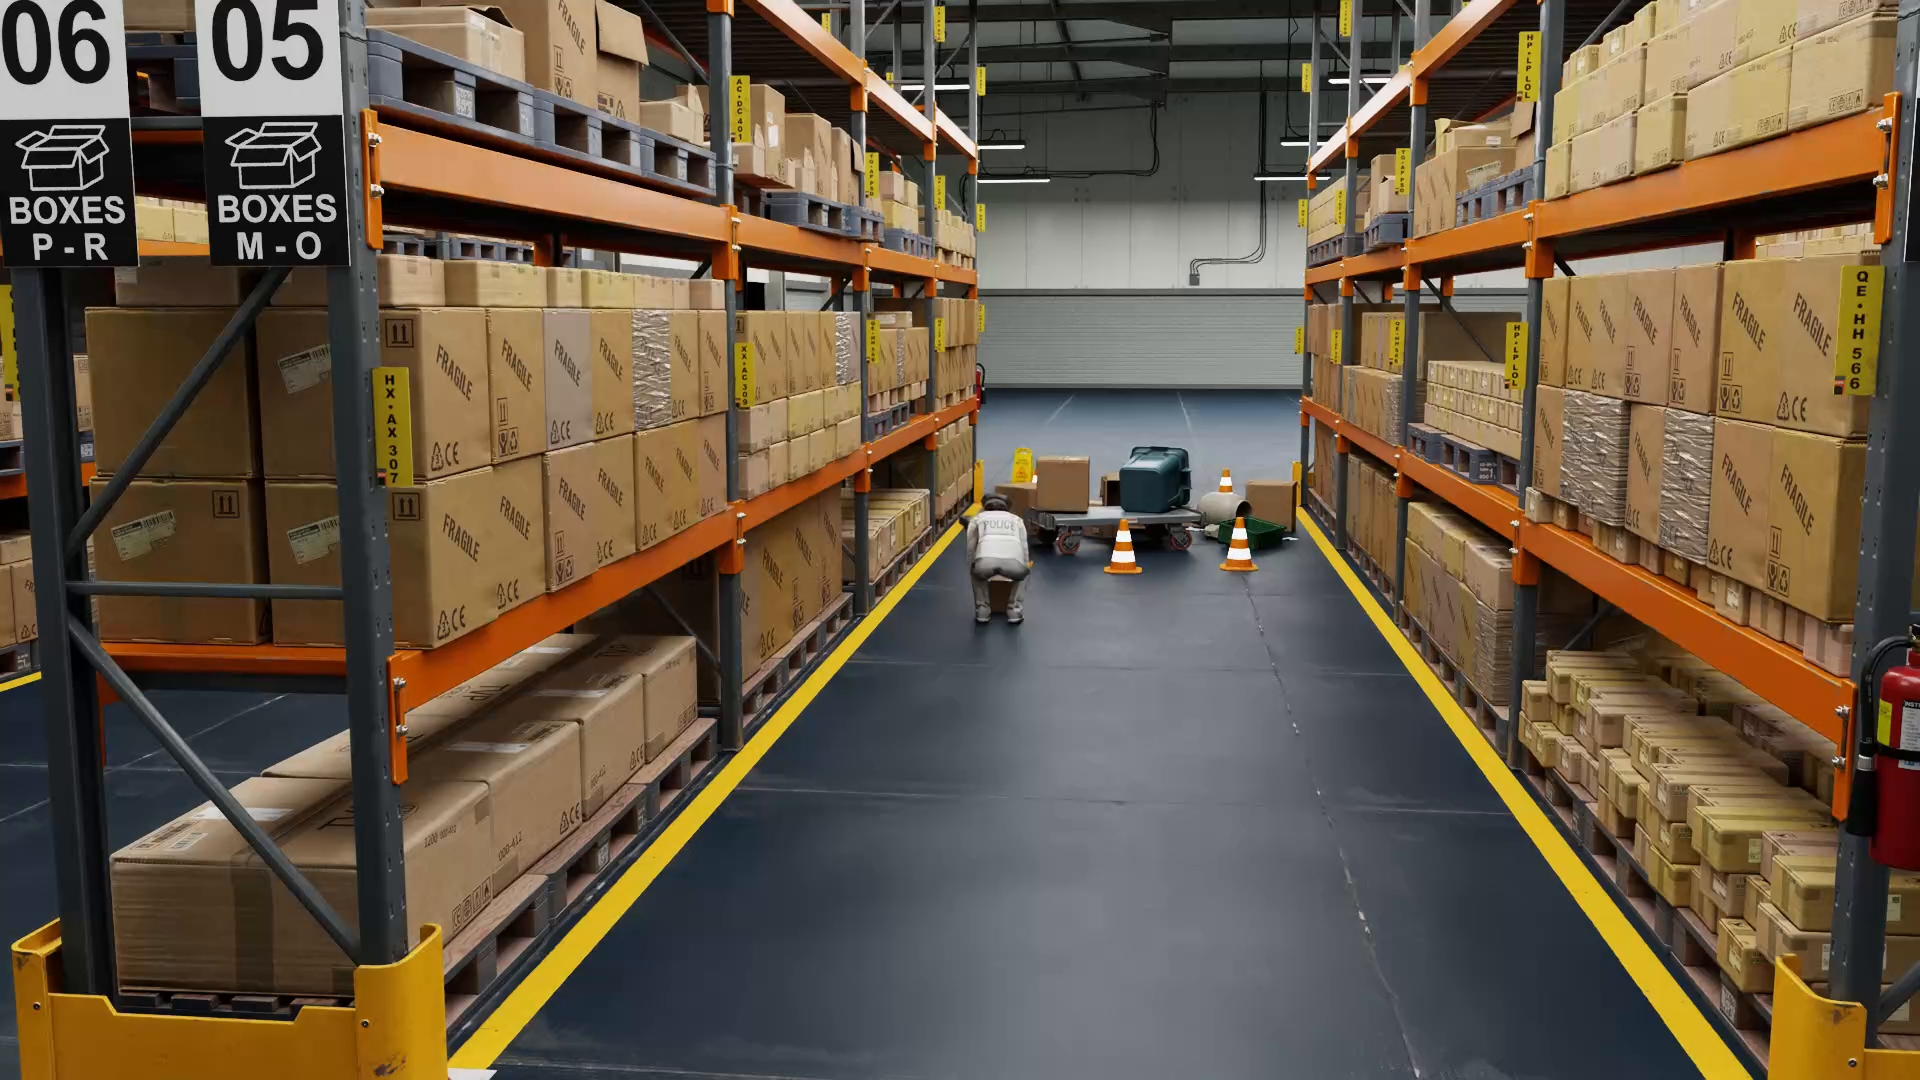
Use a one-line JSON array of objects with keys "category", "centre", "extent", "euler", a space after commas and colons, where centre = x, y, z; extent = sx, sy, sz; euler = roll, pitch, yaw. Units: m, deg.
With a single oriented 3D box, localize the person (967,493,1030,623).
[{"category": "person", "centre": [0.281, 0.135, 12.570], "extent": [0.491, 0.928, 0.853], "euler": [1, 8, 6]}]
